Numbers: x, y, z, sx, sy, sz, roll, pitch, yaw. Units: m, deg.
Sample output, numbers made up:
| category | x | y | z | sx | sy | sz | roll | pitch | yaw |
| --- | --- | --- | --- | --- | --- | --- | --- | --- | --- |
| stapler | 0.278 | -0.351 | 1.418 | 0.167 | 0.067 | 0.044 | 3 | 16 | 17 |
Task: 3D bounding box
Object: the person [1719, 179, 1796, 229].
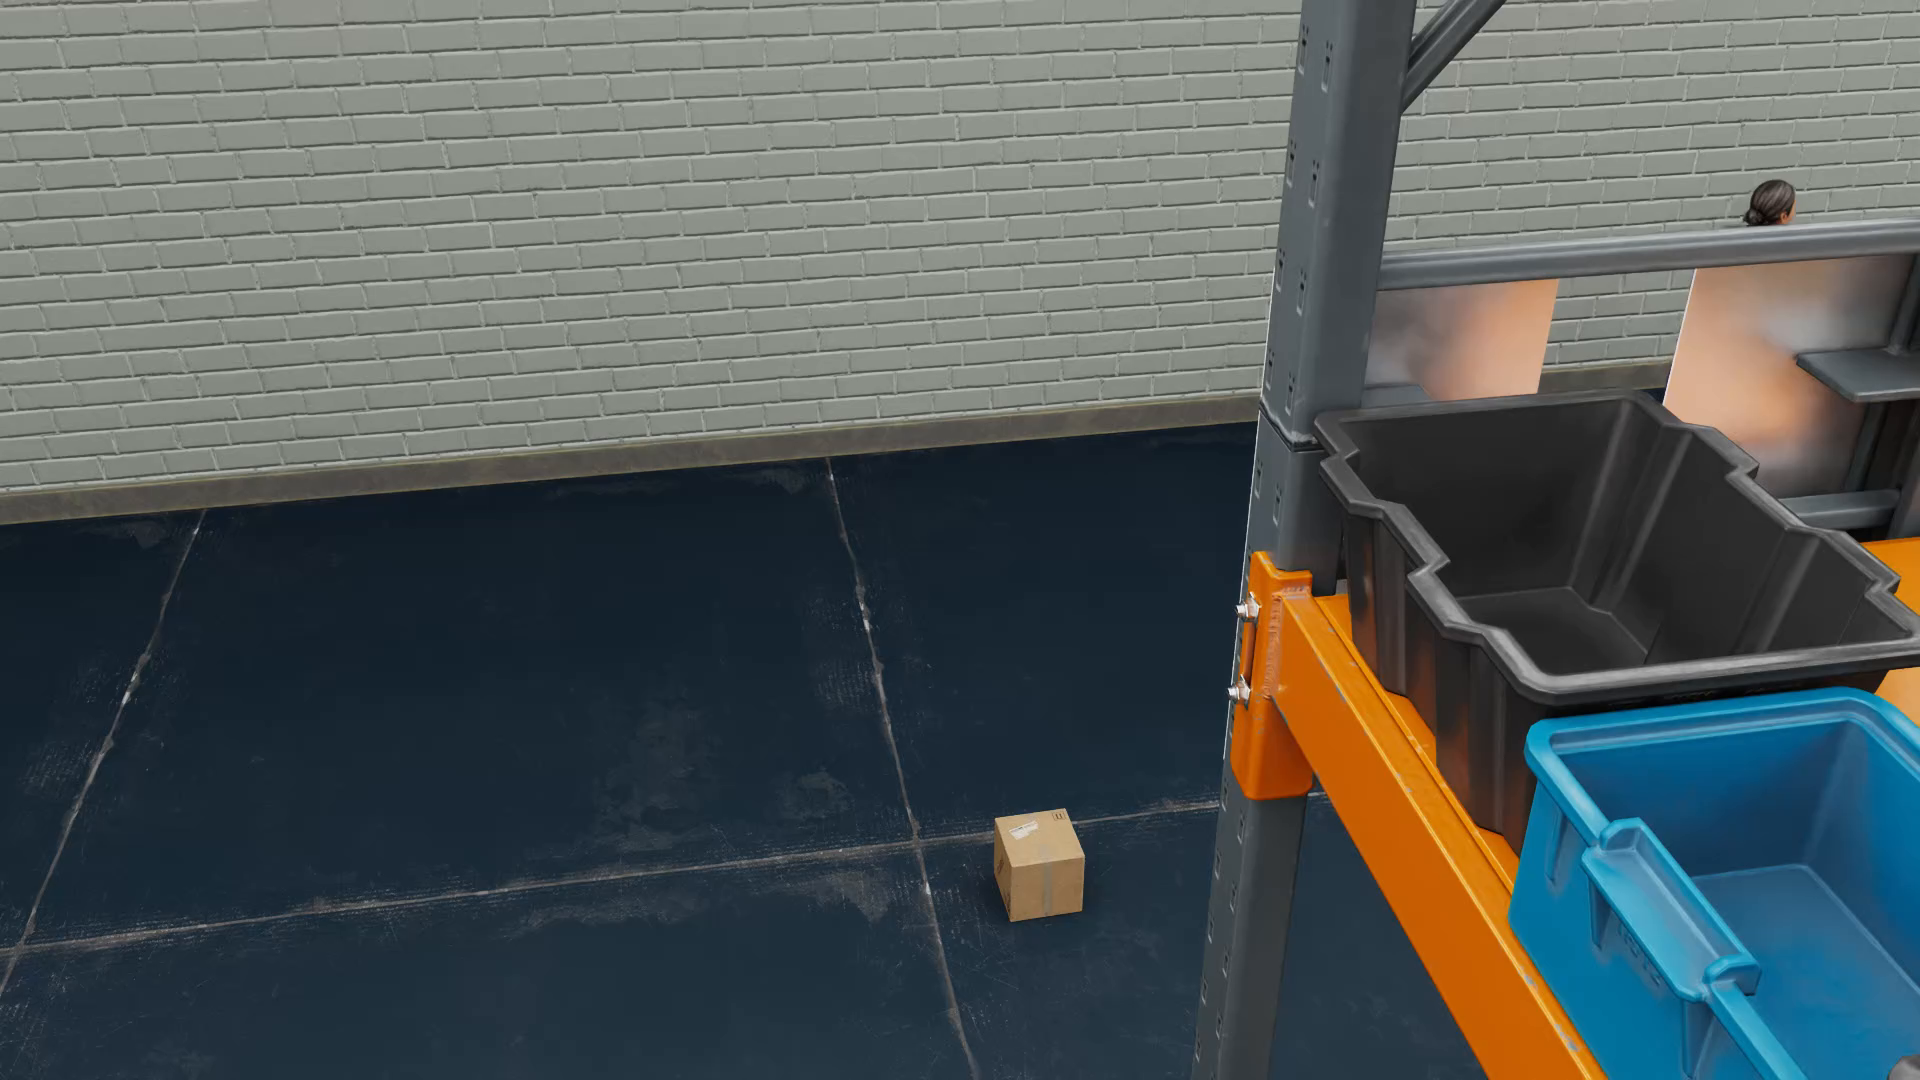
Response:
| category | x | y | z | sx | sy | sz | roll | pitch | yaw |
| --- | --- | --- | --- | --- | --- | --- | --- | --- | --- |
| person | 3.587 | -0.903 | 7.662 | 0.817 | 1.601 | 0.498 | -24 | 38 | -34 |
